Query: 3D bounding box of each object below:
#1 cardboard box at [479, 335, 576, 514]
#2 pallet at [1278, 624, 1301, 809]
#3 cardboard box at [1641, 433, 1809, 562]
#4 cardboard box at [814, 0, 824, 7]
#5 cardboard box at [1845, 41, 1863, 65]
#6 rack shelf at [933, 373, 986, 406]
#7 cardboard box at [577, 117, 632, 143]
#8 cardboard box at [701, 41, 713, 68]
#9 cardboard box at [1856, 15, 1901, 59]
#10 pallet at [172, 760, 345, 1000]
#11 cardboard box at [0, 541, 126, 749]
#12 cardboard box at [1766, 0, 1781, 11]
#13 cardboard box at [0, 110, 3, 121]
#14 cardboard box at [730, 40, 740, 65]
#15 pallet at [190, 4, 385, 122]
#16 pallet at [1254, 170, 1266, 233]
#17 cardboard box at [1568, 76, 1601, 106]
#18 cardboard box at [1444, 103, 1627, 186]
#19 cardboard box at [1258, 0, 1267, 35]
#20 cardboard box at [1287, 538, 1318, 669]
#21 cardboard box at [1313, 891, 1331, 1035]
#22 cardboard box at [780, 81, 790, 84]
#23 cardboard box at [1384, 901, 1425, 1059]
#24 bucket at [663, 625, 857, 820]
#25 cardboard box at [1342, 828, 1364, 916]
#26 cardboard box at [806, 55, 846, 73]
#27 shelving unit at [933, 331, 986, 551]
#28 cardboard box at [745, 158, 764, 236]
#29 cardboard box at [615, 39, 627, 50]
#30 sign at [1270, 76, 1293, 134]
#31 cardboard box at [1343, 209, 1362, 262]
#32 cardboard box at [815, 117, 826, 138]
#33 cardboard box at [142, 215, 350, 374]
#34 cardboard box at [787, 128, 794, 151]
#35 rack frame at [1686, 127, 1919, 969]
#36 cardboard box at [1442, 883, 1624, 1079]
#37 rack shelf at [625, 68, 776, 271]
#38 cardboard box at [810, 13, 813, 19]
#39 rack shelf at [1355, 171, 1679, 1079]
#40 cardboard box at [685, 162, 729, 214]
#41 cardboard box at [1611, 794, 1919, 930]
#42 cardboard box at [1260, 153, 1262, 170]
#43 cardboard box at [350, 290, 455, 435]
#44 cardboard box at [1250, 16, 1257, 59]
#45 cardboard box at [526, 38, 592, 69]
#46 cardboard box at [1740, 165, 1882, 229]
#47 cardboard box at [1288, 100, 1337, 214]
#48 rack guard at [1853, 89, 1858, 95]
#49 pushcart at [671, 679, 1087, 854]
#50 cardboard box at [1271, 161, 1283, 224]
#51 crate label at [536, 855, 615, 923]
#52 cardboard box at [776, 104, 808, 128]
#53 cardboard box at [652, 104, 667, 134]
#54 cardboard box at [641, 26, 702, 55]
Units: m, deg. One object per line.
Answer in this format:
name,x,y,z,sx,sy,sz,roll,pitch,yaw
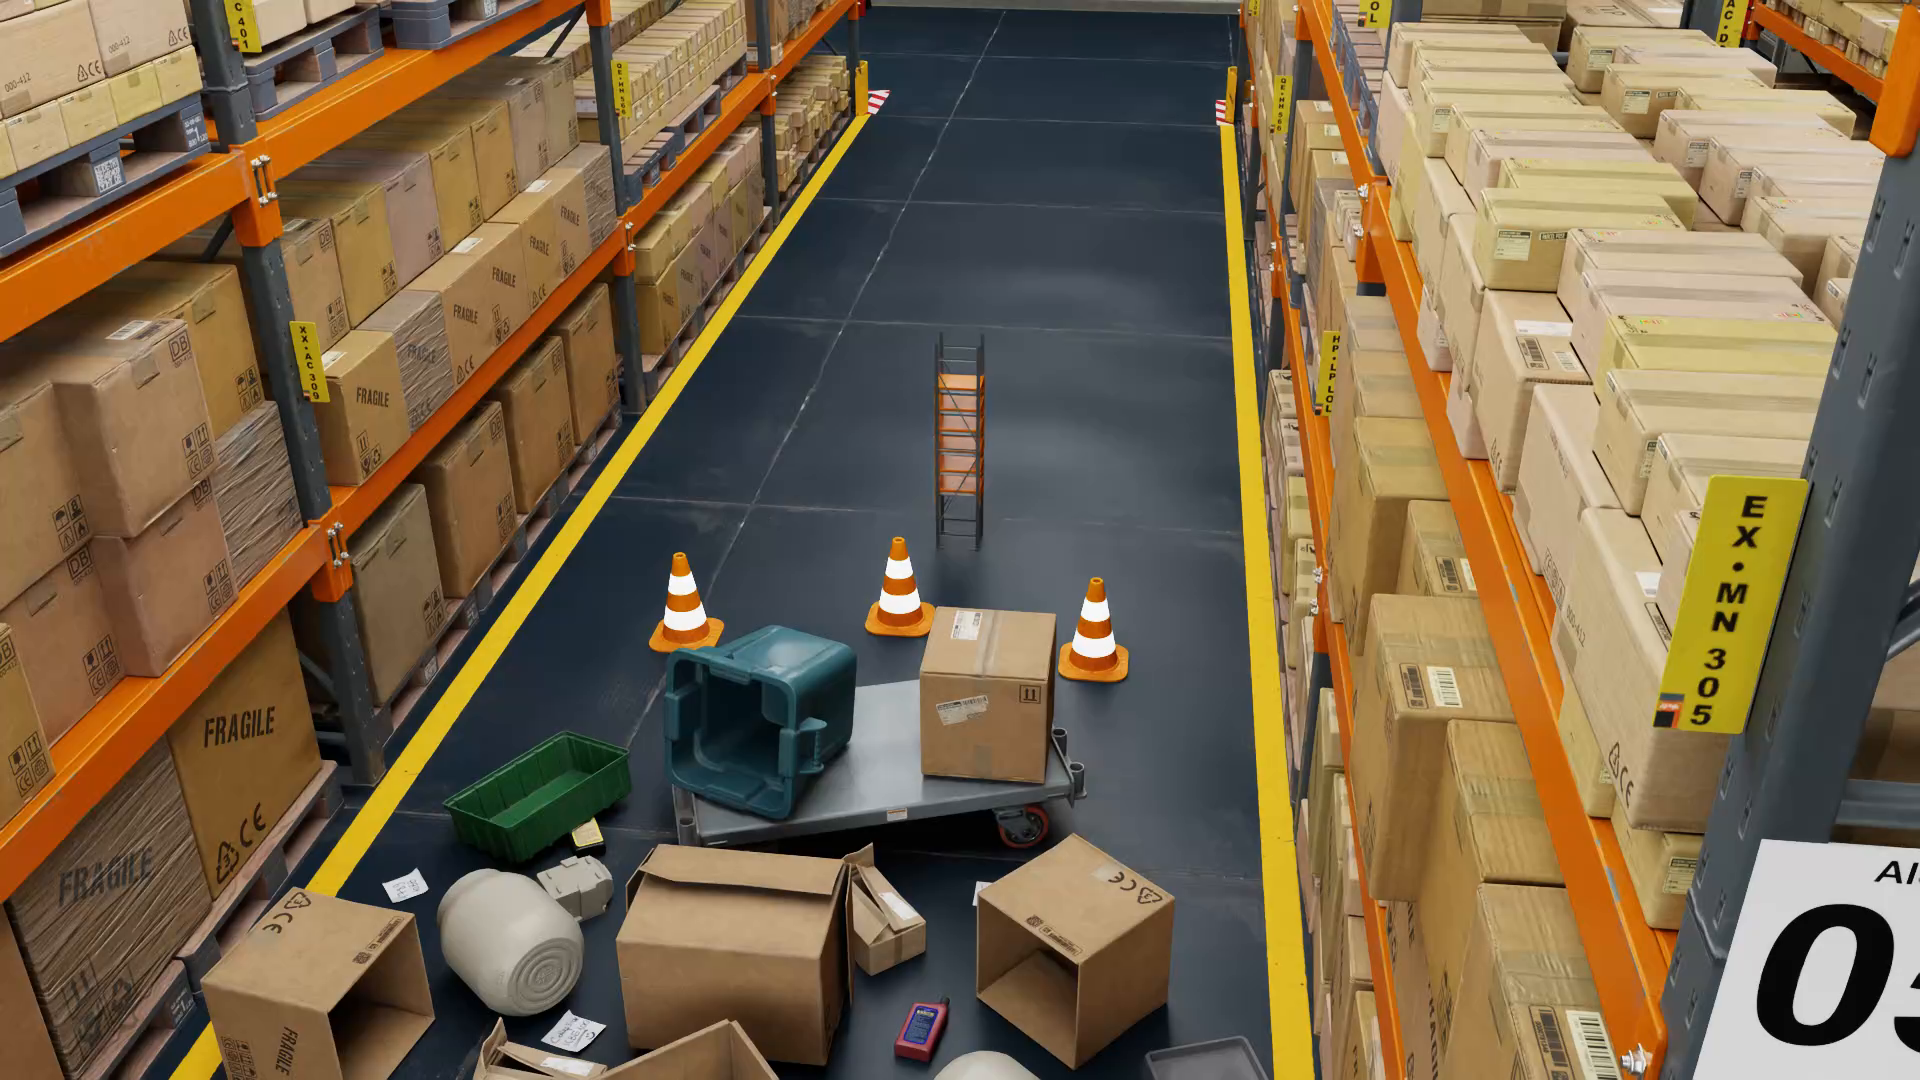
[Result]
cardboard box,-2.812,-0.678,9.276,1.050,0.750,0.750,4,29,7
pallet,1.985,0.807,7.529,1.003,0.211,1.213,3,28,6
cardboard box,1.219,-0.028,2.400,0.380,0.149,0.250,4,29,7
cardboard box,-1.556,-5.176,15.275,0.500,0.500,0.500,5,29,9
cardboard box,7.667,-4.079,13.923,0.380,0.149,0.250,3,28,5
rack shelf,-0.002,-0.799,8.803,0.258,0.103,0.180,3,28,6
cardboard box,-2.286,-2.598,10.418,0.380,0.149,0.250,5,29,8
cardboard box,-2.034,-3.574,12.230,0.380,0.149,0.250,2,28,4
cardboard box,7.665,-4.089,13.521,0.500,0.250,0.500,3,29,6
pallet,-3.205,1.287,6.639,1.003,0.211,1.213,3,28,6
cardboard box,-3.296,0.322,5.332,0.875,0.550,0.550,3,28,6
cardboard box,7.975,-5.167,15.942,0.380,0.149,0.250,3,28,6
cardboard box,-2.965,-1.189,4.427,0.500,0.250,0.500,3,28,6
cardboard box,-1.937,-3.813,12.988,0.380,0.149,0.250,4,29,6
pallet,-2.971,-1.965,6.774,0.805,0.209,1.217,2,28,4
pallet,3.042,-2.945,14.495,1.003,0.211,1.213,3,28,6
cardboard box,2.104,-1.215,5.025,0.500,0.250,0.500,3,28,6
cardboard box,1.445,-0.996,4.198,0.380,0.149,0.250,2,28,5
cardboard box,2.532,-4.114,12.563,0.500,0.500,0.500,4,29,7
cardboard box,2.037,0.332,7.798,0.950,0.372,0.625,5,29,9
cardboard box,1.496,1.486,5.786,0.500,0.250,0.500,5,29,9
cardboard box,-1.915,-4.526,16.737,0.380,0.149,0.250,4,29,7
cardboard box,1.324,0.912,3.976,0.500,0.500,0.500,3,28,6
bucket,-0.763,0.676,6.682,0.726,0.611,0.620,14,21,24
cardboard box,1.384,1.042,5.135,0.380,0.149,0.250,5,29,9
cardboard box,-1.377,-4.870,17.064,0.380,0.149,0.250,4,29,7
shelving unit,-0.002,-0.521,8.953,0.258,1.200,0.189,3,28,6
cardboard box,-1.895,-2.781,13.443,0.500,0.500,0.500,3,28,5
cardboard box,-2.682,-3.613,12.303,0.380,0.149,0.250,4,29,8
sign,1.830,-2.477,9.465,0.100,0.325,0.005,3,28,6
cardboard box,1.795,-1.255,6.871,0.380,0.149,0.250,3,28,5
cardboard box,-1.510,-3.998,16.072,0.380,0.149,0.250,4,29,7
cardboard box,-2.979,-1.012,6.807,0.700,0.500,0.500,3,28,5
cardboard box,-1.720,-3.641,15.095,0.380,0.149,0.250,2,28,4
rack frame,1.401,-0.812,1.270,1.000,3.000,0.127,3,28,6
cardboard box,1.247,0.961,2.831,0.700,0.500,0.500,3,28,5
rack shelf,-2.299,-2.802,12.046,1.077,0.370,4.000,3,28,6
cardboard box,-1.585,-4.935,15.513,0.380,0.149,0.250,4,29,7
rack shelf,1.646,-0.116,3.899,1.077,0.370,4.000,3,28,6
cardboard box,-2.021,-2.618,12.350,0.500,0.250,0.500,2,28,4
cardboard box,1.167,0.435,2.383,0.380,0.149,0.250,3,29,6
cardboard box,3.164,-3.587,15.005,0.875,0.438,0.875,3,28,5
cardboard box,-2.642,-0.808,7.481,0.500,0.500,0.500,4,29,7
cardboard box,2.732,-4.339,14.037,0.500,0.500,0.500,3,28,5
cardboard box,-2.779,-3.379,11.554,0.380,0.149,0.250,5,29,9
cardboard box,1.973,-0.718,3.681,0.380,0.149,0.250,4,29,7
cardboard box,2.096,-2.098,9.120,0.500,0.500,0.500,3,28,5
rack guard,8.279,-4.280,16.667,1.175,0.500,0.348,3,28,6
pushcart,-0.378,0.991,7.012,1.648,0.377,0.936,-6,29,-11
cardboard box,2.185,-2.124,10.188,0.500,0.250,0.500,2,28,4
crate label,-1.526,1.374,6.555,0.298,0.136,0.250,-17,33,-29
cardboard box,-1.610,-3.889,15.242,0.380,0.149,0.250,4,29,7
cardboard box,-2.192,-2.831,11.164,0.380,0.149,0.250,5,29,9
cardboard box,-2.070,-3.582,11.932,0.380,0.149,0.250,2,28,4
